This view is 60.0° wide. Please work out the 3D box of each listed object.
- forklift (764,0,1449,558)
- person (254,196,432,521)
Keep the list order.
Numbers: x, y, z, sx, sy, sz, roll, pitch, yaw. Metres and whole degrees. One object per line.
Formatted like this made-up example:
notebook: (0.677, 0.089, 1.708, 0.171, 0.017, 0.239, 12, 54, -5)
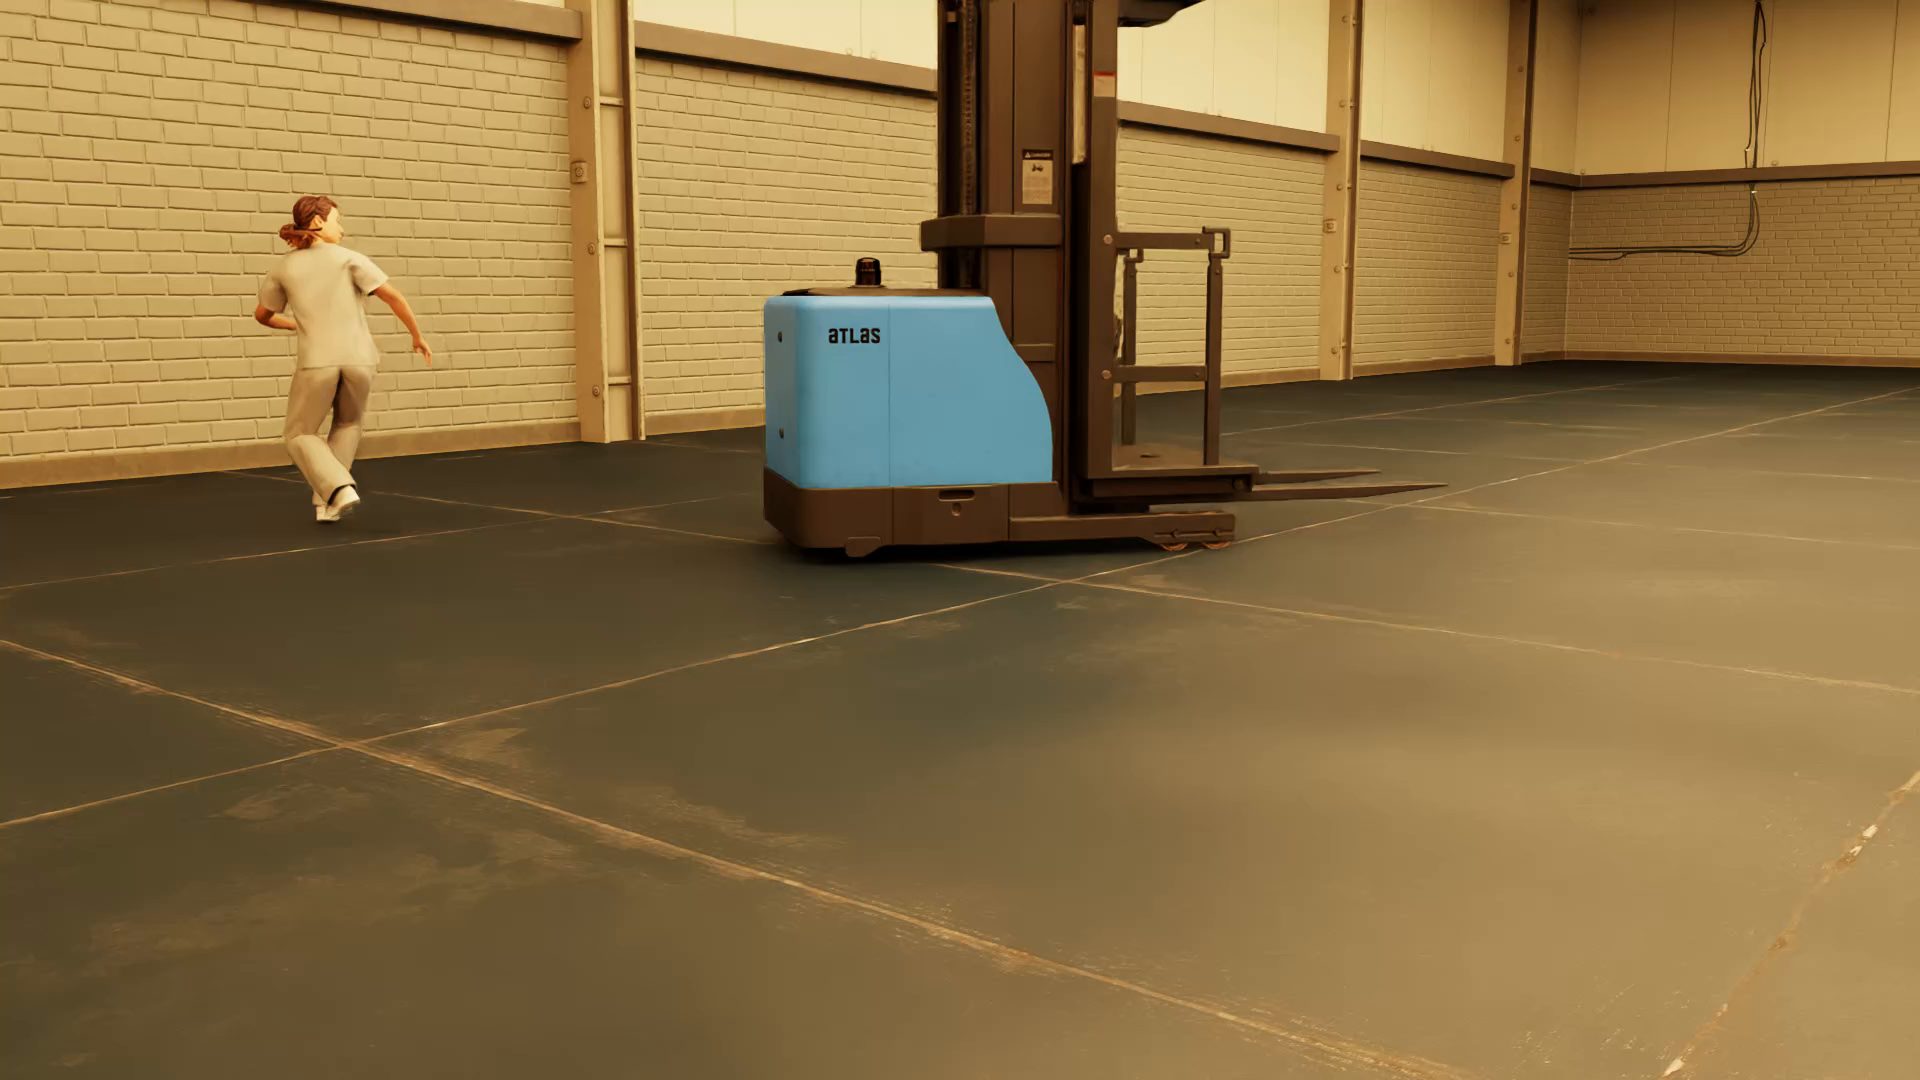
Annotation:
forklift: (0.687, -1.472, 7.342, 3.031, 2.935, 1.130, -2, 9, -15)
person: (-2.903, -0.840, 7.861, 0.774, 1.542, 0.802, -3, 9, -22)
